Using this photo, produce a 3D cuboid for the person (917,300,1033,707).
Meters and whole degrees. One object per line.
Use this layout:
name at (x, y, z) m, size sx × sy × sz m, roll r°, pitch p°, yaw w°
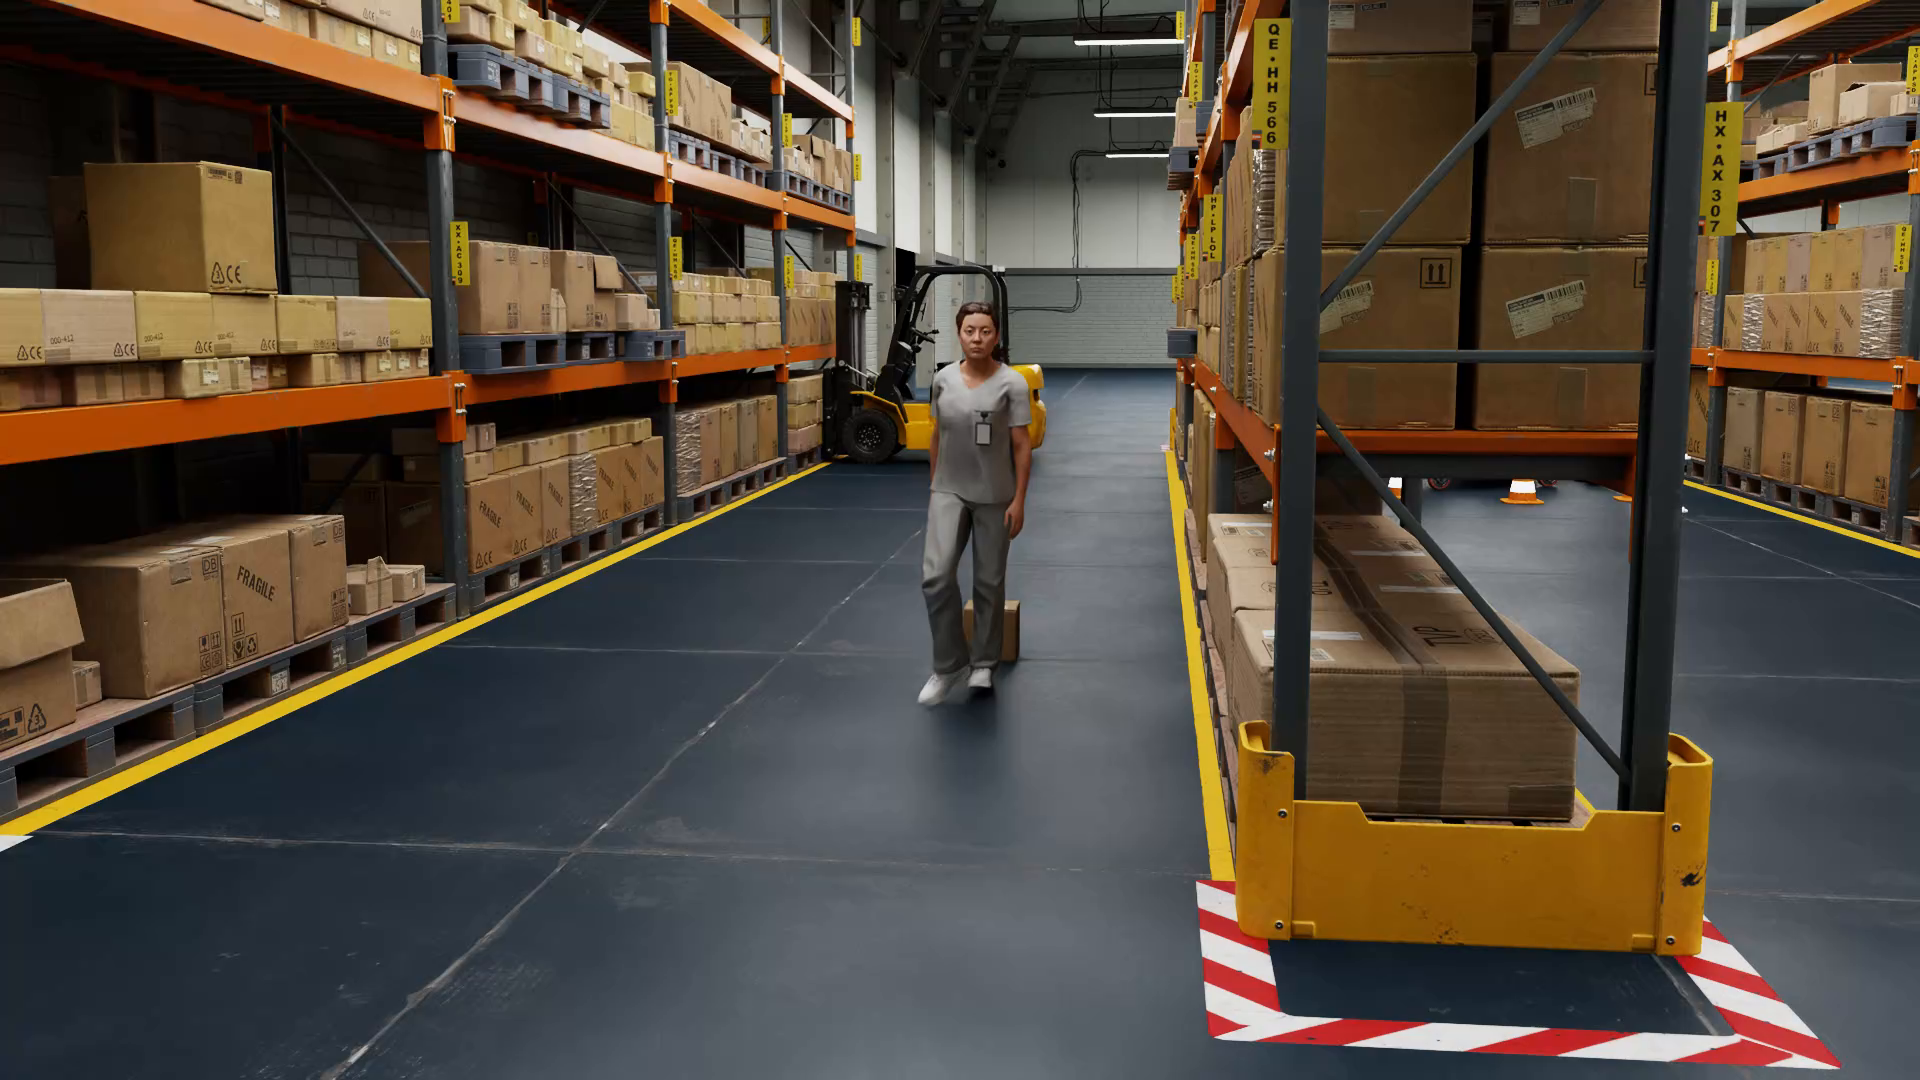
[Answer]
person at (0.081, -0.158, 6.977) m, size 0.472 × 1.676 × 0.537 m, roll 2°, pitch 8°, yaw 12°
